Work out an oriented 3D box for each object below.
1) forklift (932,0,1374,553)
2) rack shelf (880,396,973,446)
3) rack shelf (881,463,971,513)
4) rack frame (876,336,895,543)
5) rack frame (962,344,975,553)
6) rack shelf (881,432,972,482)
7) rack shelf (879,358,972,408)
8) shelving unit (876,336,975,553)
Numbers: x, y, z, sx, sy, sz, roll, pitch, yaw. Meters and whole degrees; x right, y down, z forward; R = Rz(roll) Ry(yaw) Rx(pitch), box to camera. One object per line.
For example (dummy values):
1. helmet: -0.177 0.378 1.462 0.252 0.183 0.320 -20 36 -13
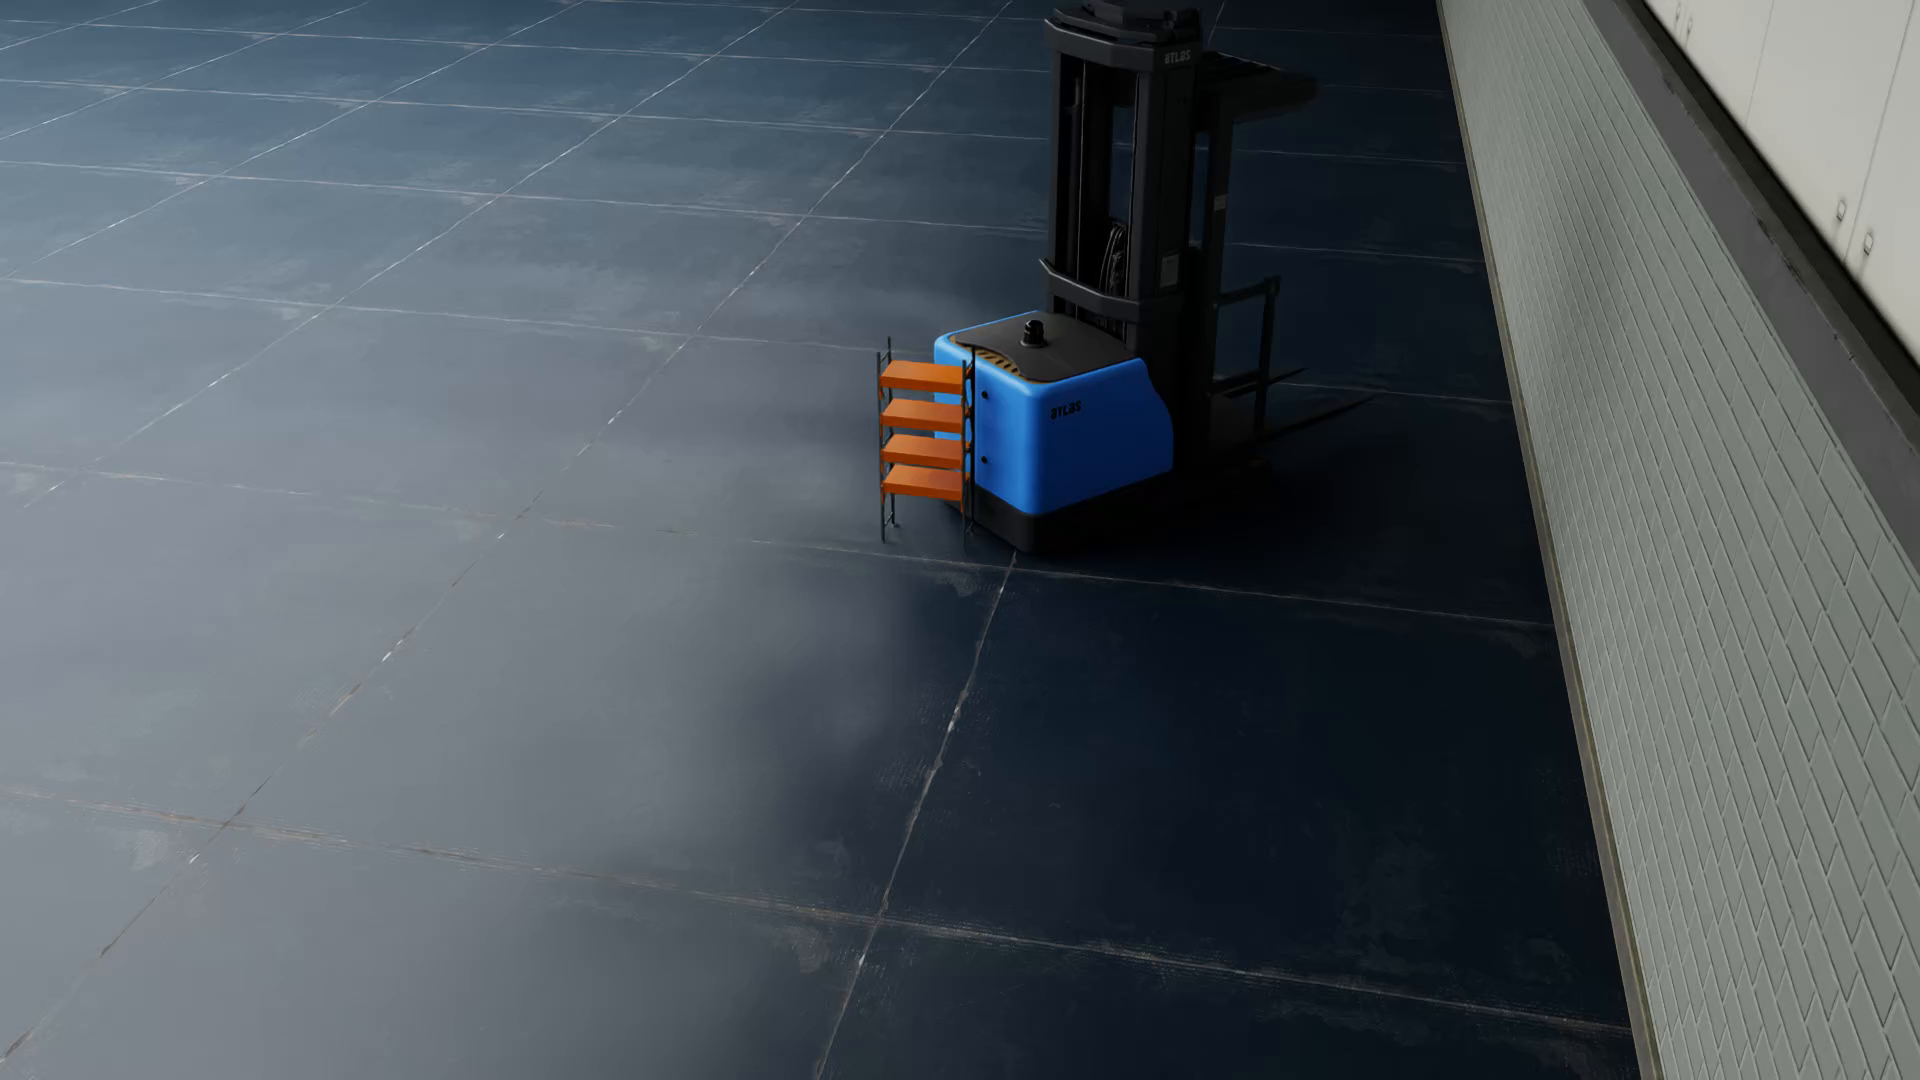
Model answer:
1. forklift: 1.327 -1.754 9.902 3.031 2.935 1.130 -19 34 -31
2. rack shelf: -0.187 -0.673 9.405 0.480 0.148 0.258 7 29 12
3. rack shelf: -0.187 -0.303 9.607 0.480 0.148 0.258 7 29 12
4. rack frame: -0.424 -0.565 9.532 0.015 1.200 0.240 7 29 12
5. rack frame: 0.049 -0.507 9.427 0.015 1.200 0.240 7 29 12
6. rack shelf: -0.187 -0.477 9.512 0.480 0.148 0.258 7 29 12
7. rack shelf: -0.187 -0.881 9.291 0.480 0.148 0.258 7 29 12
8. shelving unit: -0.187 -0.536 9.480 0.503 1.200 0.258 7 29 12
